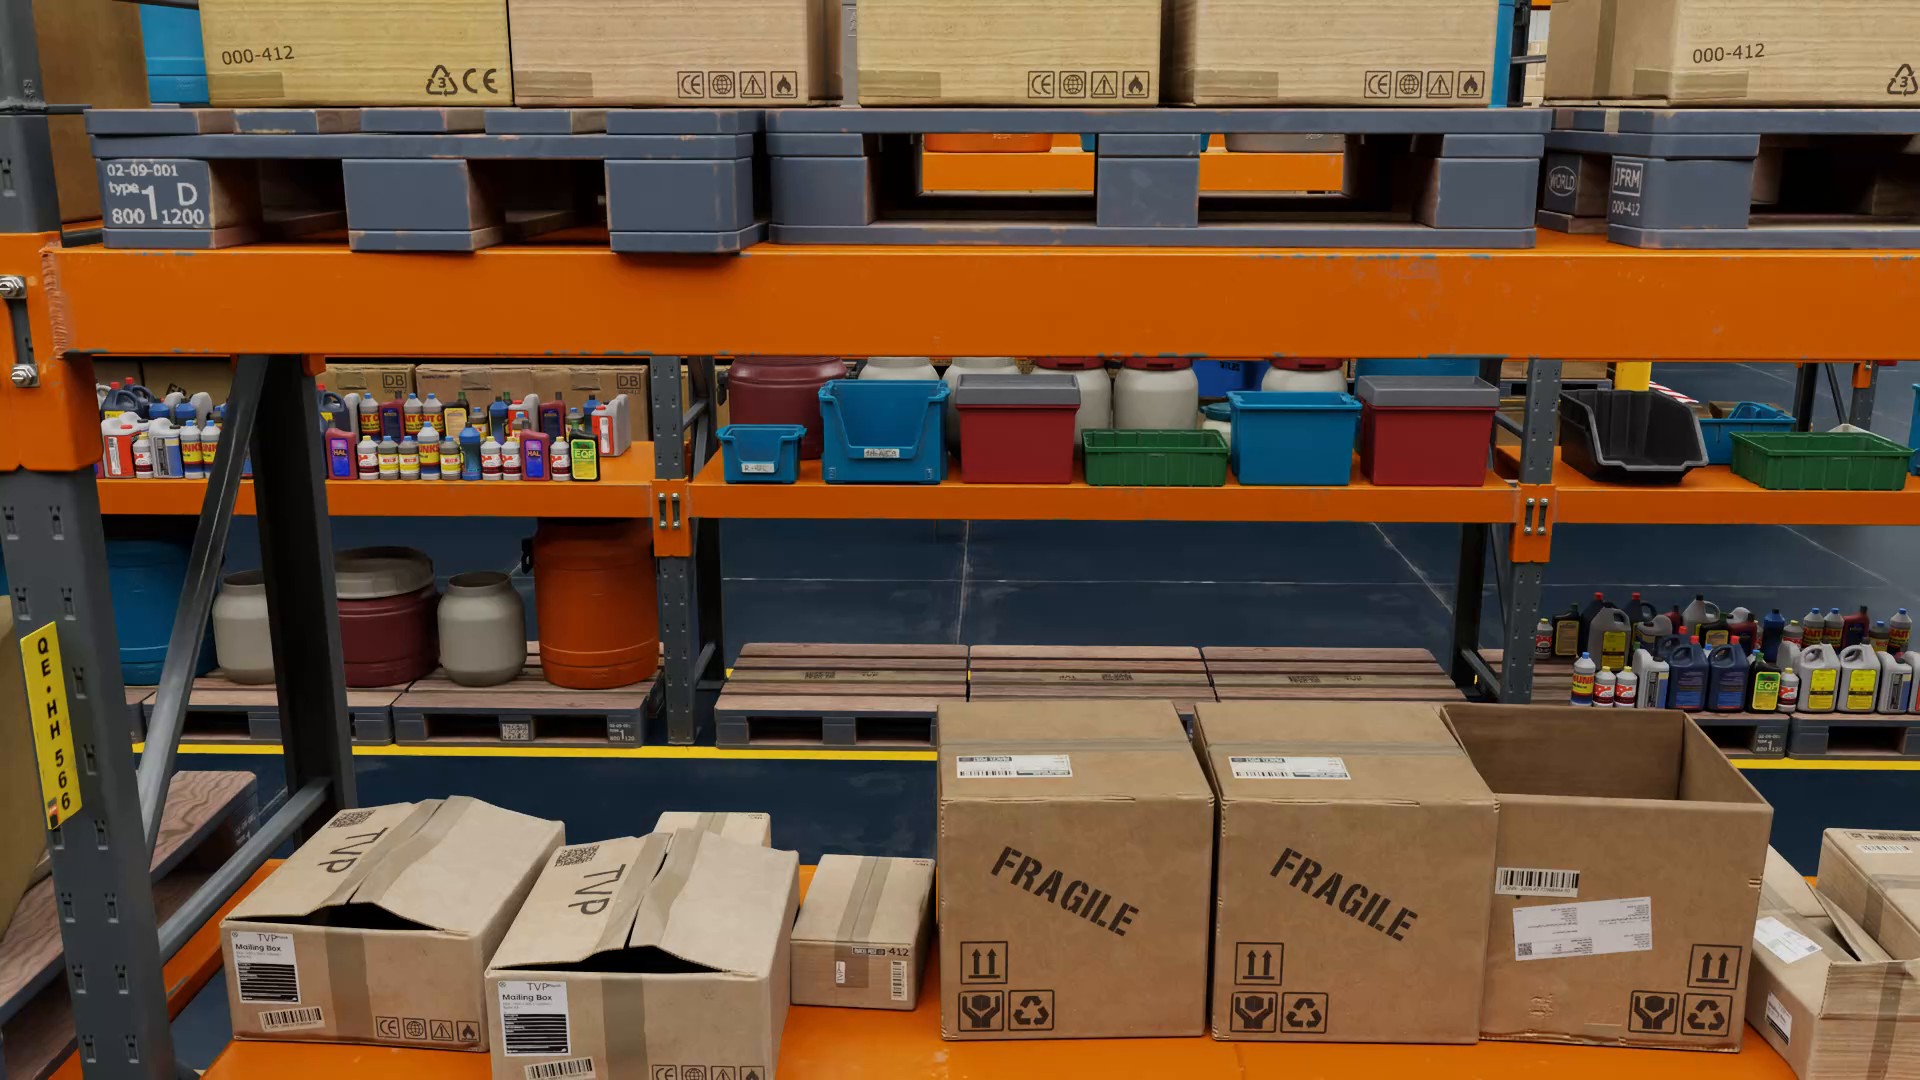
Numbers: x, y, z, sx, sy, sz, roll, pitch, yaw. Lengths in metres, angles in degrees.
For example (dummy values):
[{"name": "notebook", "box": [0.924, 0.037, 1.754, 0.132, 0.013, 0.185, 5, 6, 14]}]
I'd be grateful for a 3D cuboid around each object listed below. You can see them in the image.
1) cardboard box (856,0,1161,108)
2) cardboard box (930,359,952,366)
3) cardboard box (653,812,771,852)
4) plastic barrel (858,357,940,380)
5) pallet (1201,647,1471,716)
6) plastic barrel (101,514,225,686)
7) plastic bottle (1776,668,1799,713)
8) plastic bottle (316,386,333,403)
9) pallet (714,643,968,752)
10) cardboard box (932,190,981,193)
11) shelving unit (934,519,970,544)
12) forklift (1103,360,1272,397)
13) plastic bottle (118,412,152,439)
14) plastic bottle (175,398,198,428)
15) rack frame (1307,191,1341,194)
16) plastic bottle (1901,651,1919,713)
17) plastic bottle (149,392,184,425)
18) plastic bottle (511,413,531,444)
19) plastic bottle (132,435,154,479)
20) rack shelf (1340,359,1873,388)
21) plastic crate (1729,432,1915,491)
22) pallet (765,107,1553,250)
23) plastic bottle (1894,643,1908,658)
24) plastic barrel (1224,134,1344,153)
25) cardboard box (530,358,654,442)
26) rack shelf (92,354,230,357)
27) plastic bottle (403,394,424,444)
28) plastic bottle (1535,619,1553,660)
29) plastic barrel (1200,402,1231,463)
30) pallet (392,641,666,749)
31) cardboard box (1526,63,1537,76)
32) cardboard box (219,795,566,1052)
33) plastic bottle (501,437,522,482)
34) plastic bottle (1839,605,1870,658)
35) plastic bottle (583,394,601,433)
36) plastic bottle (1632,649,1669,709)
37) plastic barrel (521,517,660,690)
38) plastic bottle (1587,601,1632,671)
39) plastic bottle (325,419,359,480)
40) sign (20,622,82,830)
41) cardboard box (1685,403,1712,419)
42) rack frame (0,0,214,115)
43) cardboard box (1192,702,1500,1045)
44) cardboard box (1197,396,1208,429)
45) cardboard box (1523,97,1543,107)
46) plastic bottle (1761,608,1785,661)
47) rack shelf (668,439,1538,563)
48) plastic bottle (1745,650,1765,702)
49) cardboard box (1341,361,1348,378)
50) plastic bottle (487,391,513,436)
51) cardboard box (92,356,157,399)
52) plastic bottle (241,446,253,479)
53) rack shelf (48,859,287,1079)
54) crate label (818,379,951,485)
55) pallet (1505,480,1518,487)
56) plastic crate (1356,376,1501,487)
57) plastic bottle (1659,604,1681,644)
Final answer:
[{"name": "cardboard box", "box": [0.081, -0.902, 2.971, 0.500, 0.250, 0.500, 0, 15, 0]}, {"name": "cardboard box", "box": [-0.379, -2.194, 17.864, 0.750, 0.750, 1.050, 0, 15, 1]}, {"name": "cardboard box", "box": [-0.564, 0.741, 3.643, 0.250, 0.149, 0.380, 0, 15, 1]}, {"name": "plastic barrel", "box": [-0.306, -0.681, 8.320, 0.421, 0.512, 0.421, 0, 15, 0]}, {"name": "pallet", "box": [1.873, 0.800, 8.392, 1.213, 0.211, 1.003, 0, 15, 1]}, {"name": "plastic barrel", "box": [-4.087, 0.219, 8.419, 0.708, 0.901, 0.600, 0, 15, 1]}, {"name": "plastic bottle", "box": [3.927, 0.708, 7.900, 0.097, 0.201, 0.097, 0, 15, 0]}, {"name": "plastic bottle", "box": [-3.310, -0.651, 8.525, 0.185, 0.351, 0.144, 0, 15, 1]}, {"name": "pallet", "box": [-0.566, 0.785, 8.453, 1.213, 0.211, 1.003, 0, 15, 1]}, {"name": "cardboard box", "box": [-0.031, -3.629, 17.561, 0.500, 0.500, 0.700, 0, 15, 1]}, {"name": "shelving unit", "box": [-0.053, -0.508, 11.707, 0.252, 1.050, 0.215, 0, 15, 1]}, {"name": "forklift", "box": [1.844, -2.296, 14.797, 1.130, 2.935, 3.031, -11, 18, -36]}, {"name": "plastic bottle", "box": [-3.956, -0.477, 8.013, 0.135, 0.276, 0.152, 0, 15, 1]}, {"name": "plastic bottle", "box": [-3.917, -0.584, 8.426, 0.097, 0.271, 0.097, 0, 15, 0]}, {"name": "rack frame", "box": [2.786, -1.816, 12.842, 0.127, 3.000, 1.000, 0, 15, 1]}, {"name": "plastic bottle", "box": [4.559, 0.669, 7.902, 0.135, 0.276, 0.152, 0, 15, 2]}, {"name": "plastic bottle", "box": [-4.067, -0.619, 8.549, 0.135, 0.276, 0.152, 0, 15, 1]}, {"name": "plastic bottle", "box": [-2.211, -0.539, 8.392, 0.097, 0.201, 0.097, 0, 15, 0]}, {"name": "plastic bottle", "box": [-3.844, -0.395, 7.846, 0.097, 0.201, 0.097, 0, 15, 0]}, {"name": "rack shelf", "box": [4.785, -1.455, 12.885, 4.000, 0.370, 1.077, 0, 15, 1]}, {"name": "plastic crate", "box": [4.009, -0.369, 7.775, 0.662, 0.188, 0.450, 0, 15, 1]}, {"name": "pallet", "box": [0.329, -0.686, 3.052, 1.213, 0.211, 1.003, 1, 15, 4]}, {"name": "plastic bottle", "box": [4.562, 0.638, 8.004, 0.133, 0.283, 0.061, 0, 15, 1]}, {"name": "plastic barrel", "box": [1.491, -2.198, 7.427, 0.600, 0.901, 0.600, 0, 15, 0]}, {"name": "cardboard box", "box": [-2.793, -1.035, 13.225, 0.875, 0.875, 1.225, 0, 15, 2]}, {"name": "rack shelf", "box": [-7.211, -1.533, 13.181, 4.000, 0.370, 1.077, 0, 15, 1]}, {"name": "plastic bottle", "box": [-2.803, -0.615, 8.545, 0.097, 0.271, 0.097, 0, 15, 0]}, {"name": "plastic bottle", "box": [3.030, 0.511, 8.648, 0.097, 0.201, 0.097, 0, 15, 0]}, {"name": "plastic barrel", "box": [1.340, -0.534, 8.253, 0.301, 0.262, 0.301, 0, 15, 0]}, {"name": "pallet", "box": [-2.129, 0.775, 8.488, 1.213, 0.211, 1.003, 0, 15, 1]}, {"name": "cardboard box", "box": [5.514, -4.766, 16.836, 0.500, 0.250, 0.500, 0, 15, 1]}, {"name": "cardboard box", "box": [-1.107, 0.741, 3.326, 0.500, 0.311, 0.500, 1, 15, 5]}, {"name": "plastic bottle", "box": [-2.100, -0.383, 7.803, 0.097, 0.201, 0.097, 0, 15, 0]}, {"name": "plastic bottle", "box": [4.628, 0.477, 8.615, 0.133, 0.283, 0.061, 1, 15, 2]}, {"name": "plastic bottle", "box": [-1.879, -0.609, 8.522, 0.097, 0.271, 0.097, 0, 15, 0]}, {"name": "plastic bottle", "box": [3.290, 0.661, 7.933, 0.135, 0.276, 0.152, 1, 15, 3]}, {"name": "plastic barrel", "box": [-1.829, 0.269, 8.372, 0.708, 0.830, 0.600, 0, 15, 1]}, {"name": "plastic bottle", "box": [3.307, 0.483, 8.460, 0.185, 0.351, 0.144, 0, 15, 1]}, {"name": "plastic bottle", "box": [-2.897, -0.424, 7.794, 0.133, 0.283, 0.061, 0, 15, 1]}, {"name": "sign", "box": [-1.474, 0.301, 2.703, 0.005, 0.325, 0.100, 0, 15, 1]}, {"name": "cardboard box", "box": [5.562, -0.788, 13.022, 0.500, 0.500, 0.500, 4, 15, 16]}, {"name": "rack frame", "box": [-1.470, -2.216, 2.600, 0.127, 3.000, 1.000, 0, 15, 1]}, {"name": "cardboard box", "box": [0.734, 0.646, 3.314, 0.500, 0.500, 0.500, 0, 15, 2]}, {"name": "cardboard box", "box": [1.696, -0.837, 13.171, 0.500, 0.500, 0.700, 0, 15, 1]}, {"name": "cardboard box", "box": [4.254, -3.117, 12.189, 0.500, 0.250, 0.500, 0, 15, -1]}, {"name": "plastic bottle", "box": [4.208, 0.484, 8.610, 0.097, 0.271, 0.097, 0, 15, 0]}, {"name": "rack shelf", "box": [0.660, -0.218, 8.196, 4.000, 0.370, 1.077, 0, 15, 1]}, {"name": "plastic bottle", "box": [3.792, 0.658, 7.953, 0.097, 0.271, 0.097, 0, 15, 0]}, {"name": "cardboard box", "box": [3.640, -2.234, 17.768, 0.875, 0.875, 0.875, 1, 15, 2]}, {"name": "plastic bottle", "box": [-2.359, -0.623, 8.550, 0.133, 0.283, 0.061, 0, 15, 1]}, {"name": "cardboard box", "box": [-6.769, -1.074, 13.373, 0.875, 0.875, 0.875, 0, 15, 1]}, {"name": "plastic bottle", "box": [-3.374, -0.470, 7.838, 0.185, 0.351, 0.144, 0, 15, 1]}, {"name": "rack shelf", "box": [-3.469, 1.019, 3.507, 4.000, 0.370, 1.077, 0, 15, 1]}, {"name": "crate label", "box": [-0.353, -0.520, 7.863, 0.616, 0.435, 0.502, 0, 15, 1]}, {"name": "pallet", "box": [4.681, -0.465, 13.188, 1.213, 0.211, 1.003, 0, 15, 1]}, {"name": "plastic crate", "box": [2.167, -0.509, 7.763, 0.583, 0.464, 0.402, 0, 15, 1]}, {"name": "plastic bottle", "box": [3.666, 0.470, 8.639, 0.133, 0.283, 0.061, 1, 15, 5]}]
